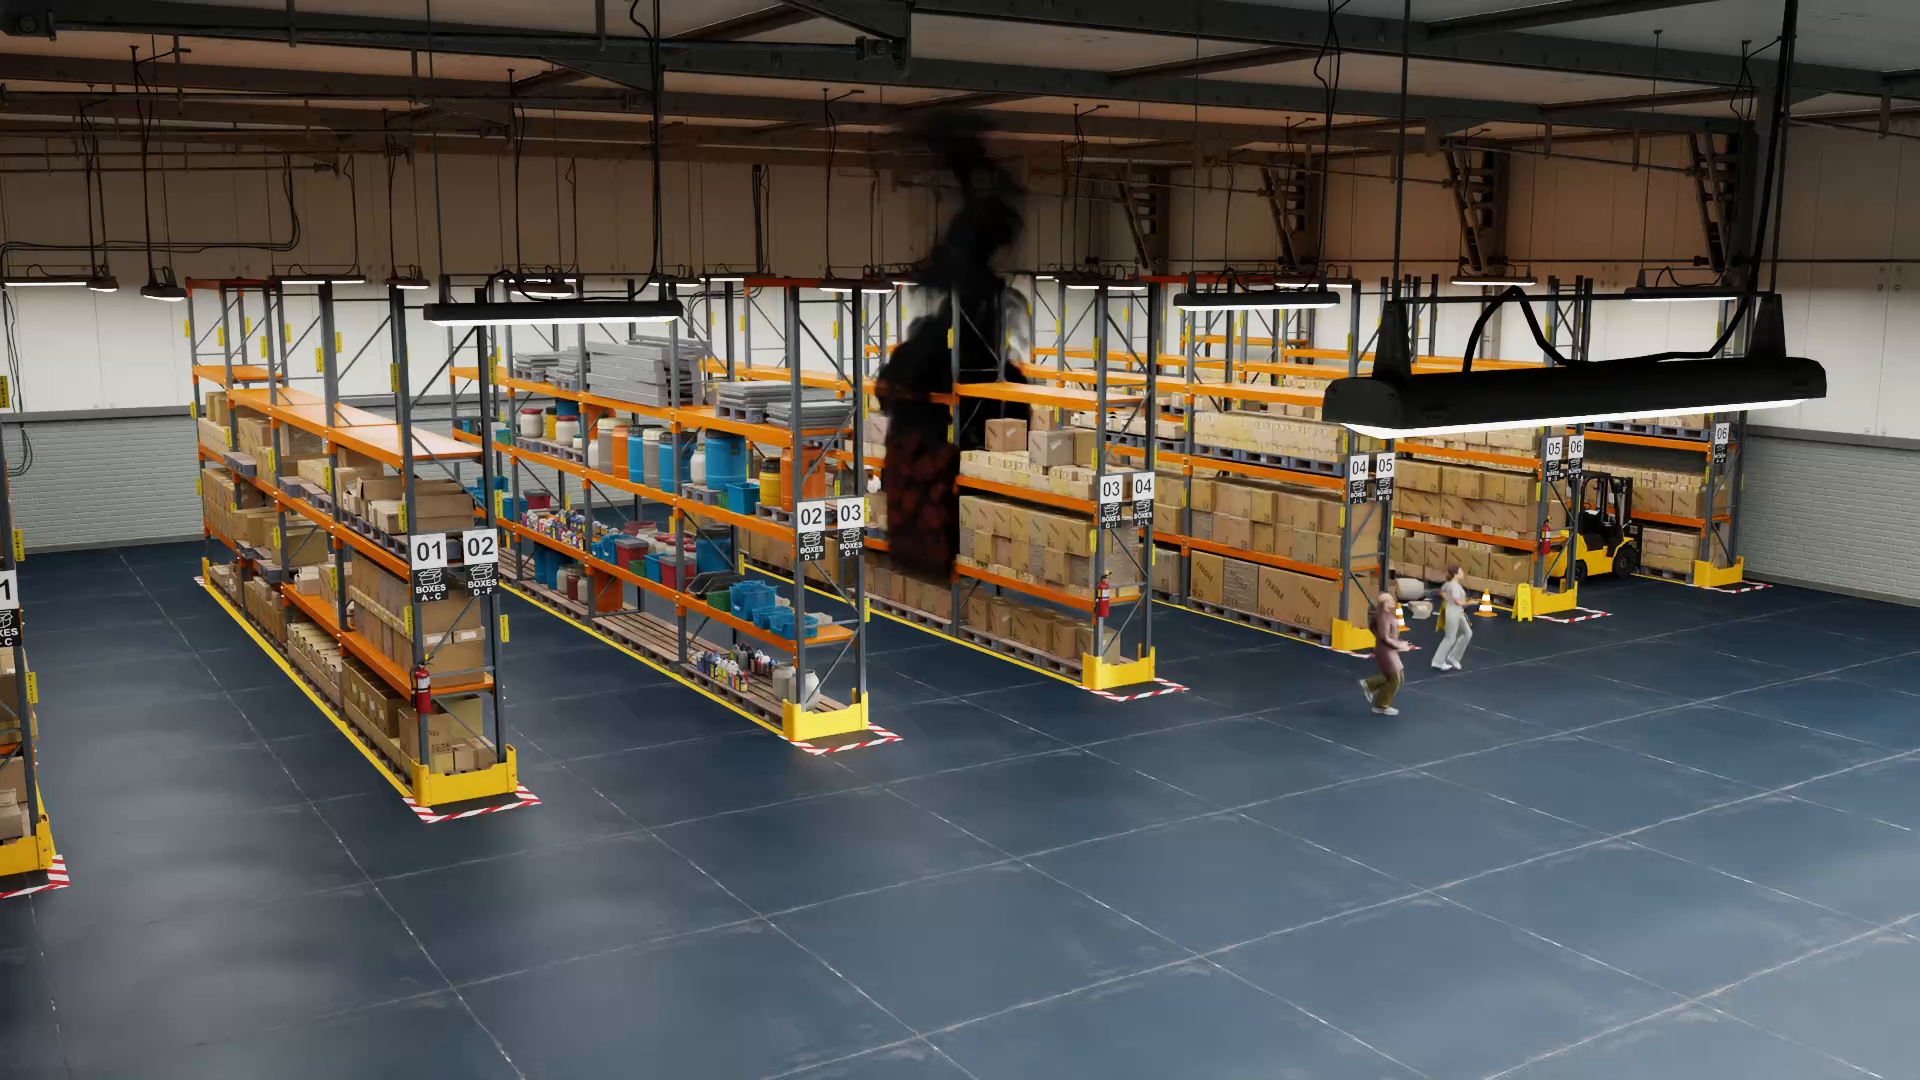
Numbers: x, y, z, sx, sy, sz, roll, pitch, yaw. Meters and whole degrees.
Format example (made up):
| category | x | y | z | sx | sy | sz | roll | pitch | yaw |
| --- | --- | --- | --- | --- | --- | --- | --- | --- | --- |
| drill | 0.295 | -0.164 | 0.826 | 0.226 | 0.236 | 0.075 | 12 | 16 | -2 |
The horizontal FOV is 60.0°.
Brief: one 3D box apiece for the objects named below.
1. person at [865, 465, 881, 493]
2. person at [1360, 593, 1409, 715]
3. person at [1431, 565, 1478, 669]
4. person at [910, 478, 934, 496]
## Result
| category | x | y | z | sx | sy | sz | roll | pitch | yaw |
| --- | --- | --- | --- | --- | --- | --- | --- | --- | --- |
| person | -2.077 | -0.854 | 37.798 | 0.722 | 1.760 | 0.808 | -5 | 11 | -27 |
| person | 5.970 | 1.596 | 23.363 | 0.637 | 1.735 | 0.711 | 1 | 10 | 7 |
| person | 7.711 | 1.214 | 25.853 | 0.663 | 1.696 | 0.586 | 3 | 10 | 15 |
| person | -0.655 | -0.550 | 35.886 | 0.679 | 1.839 | 0.894 | -6 | 11 | -32 |
